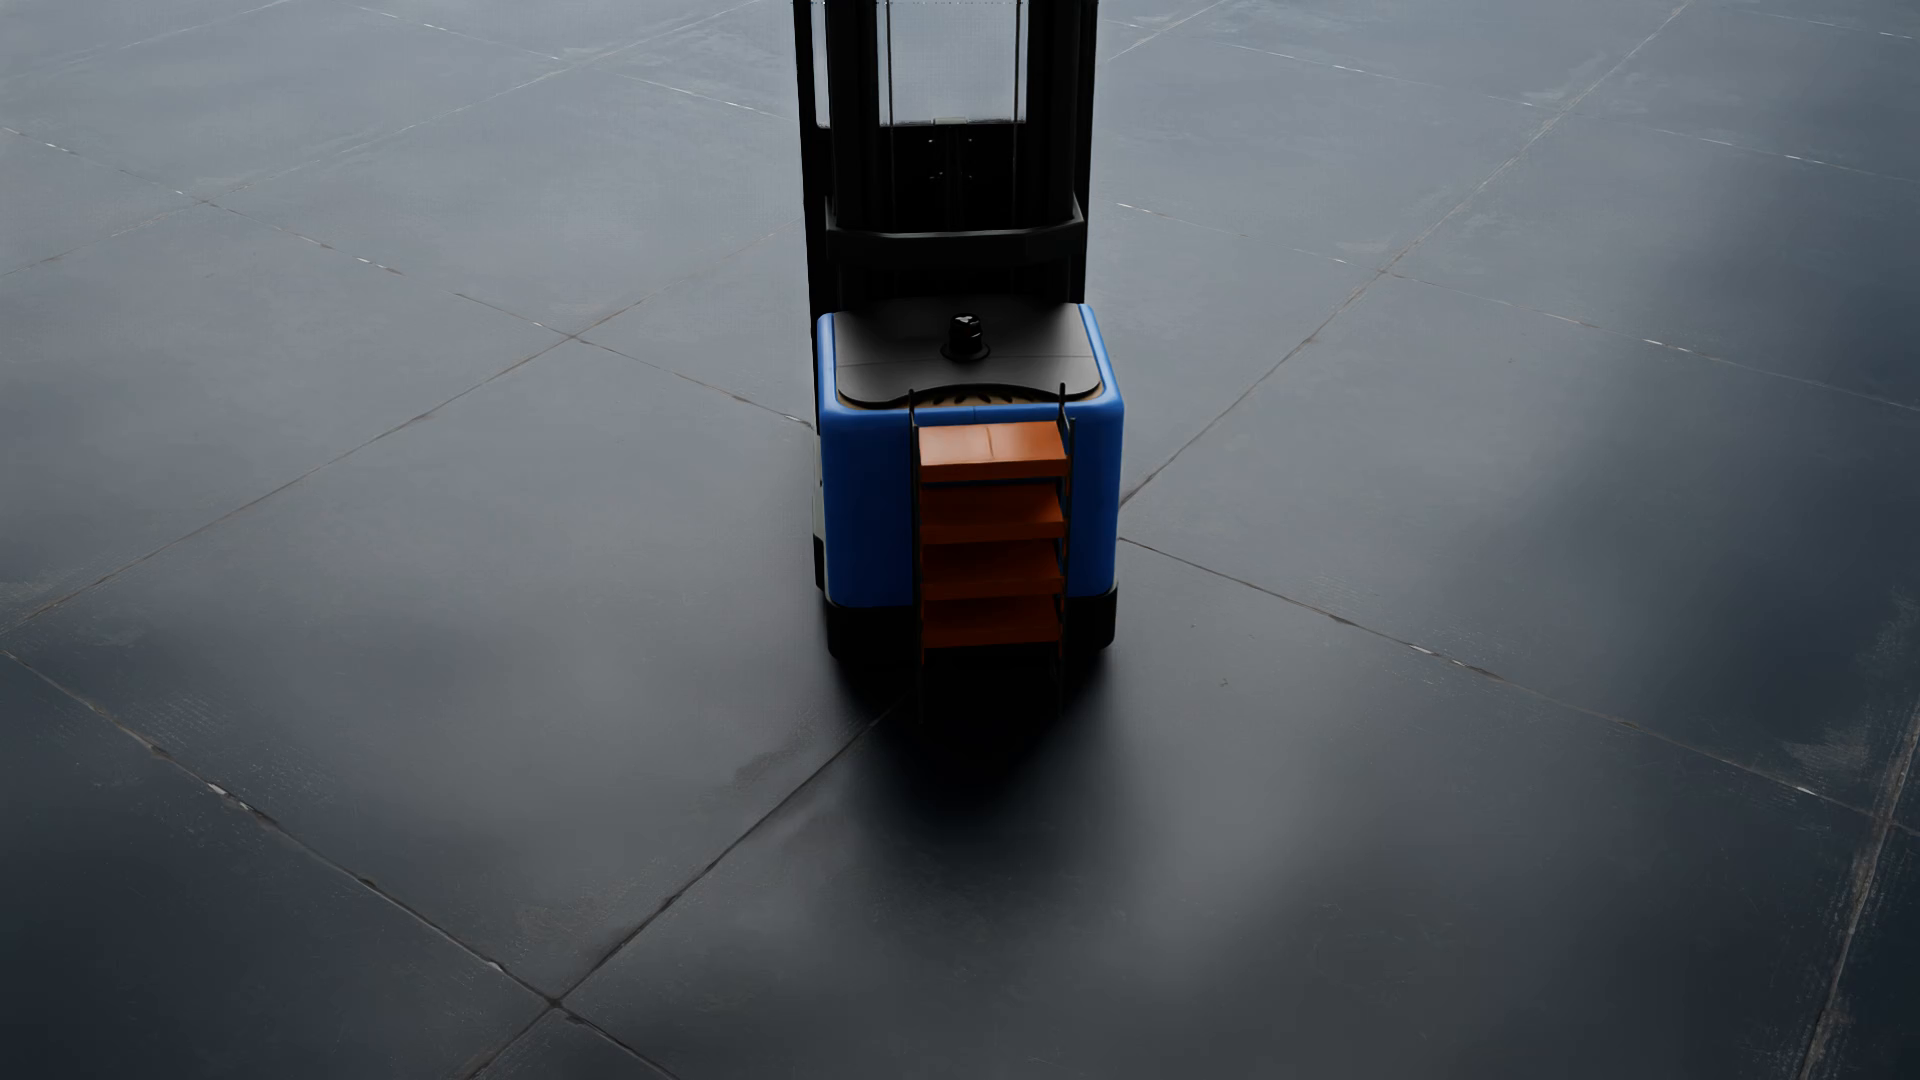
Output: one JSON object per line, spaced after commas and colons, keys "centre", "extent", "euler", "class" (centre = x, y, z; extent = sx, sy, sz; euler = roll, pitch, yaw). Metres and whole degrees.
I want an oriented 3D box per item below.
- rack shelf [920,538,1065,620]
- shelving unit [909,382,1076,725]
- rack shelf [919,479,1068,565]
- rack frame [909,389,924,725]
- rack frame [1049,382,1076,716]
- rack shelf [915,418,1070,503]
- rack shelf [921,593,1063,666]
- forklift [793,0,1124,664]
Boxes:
{"centre": [0.098, 0.123, 5.617], "extent": [0.480, 0.148, 0.258], "euler": [-3, 34, -4], "class": "rack shelf"}
{"centre": [0.098, 0.067, 5.580], "extent": [0.503, 1.200, 0.258], "euler": [-3, 34, -4], "class": "shelving unit"}
{"centre": [0.098, -0.062, 5.492], "extent": [0.480, 0.148, 0.258], "euler": [-3, 34, -4], "class": "rack shelf"}
{"centre": [-0.145, 0.080, 5.561], "extent": [0.015, 1.200, 0.240], "euler": [-3, 34, -4], "class": "rack frame"}
{"centre": [0.341, 0.055, 5.598], "extent": [0.015, 1.200, 0.240], "euler": [-3, 34, -4], "class": "rack frame"}
{"centre": [0.098, -0.258, 5.359], "extent": [0.480, 0.148, 0.258], "euler": [-3, 34, -4], "class": "rack shelf"}
{"centre": [0.098, 0.287, 5.729], "extent": [0.480, 0.148, 0.258], "euler": [-3, 34, -4], "class": "rack shelf"}
{"centre": [-0.073, -1.574, 6.462], "extent": [1.130, 2.935, 3.031], "euler": [-3, 34, -4], "class": "forklift"}
